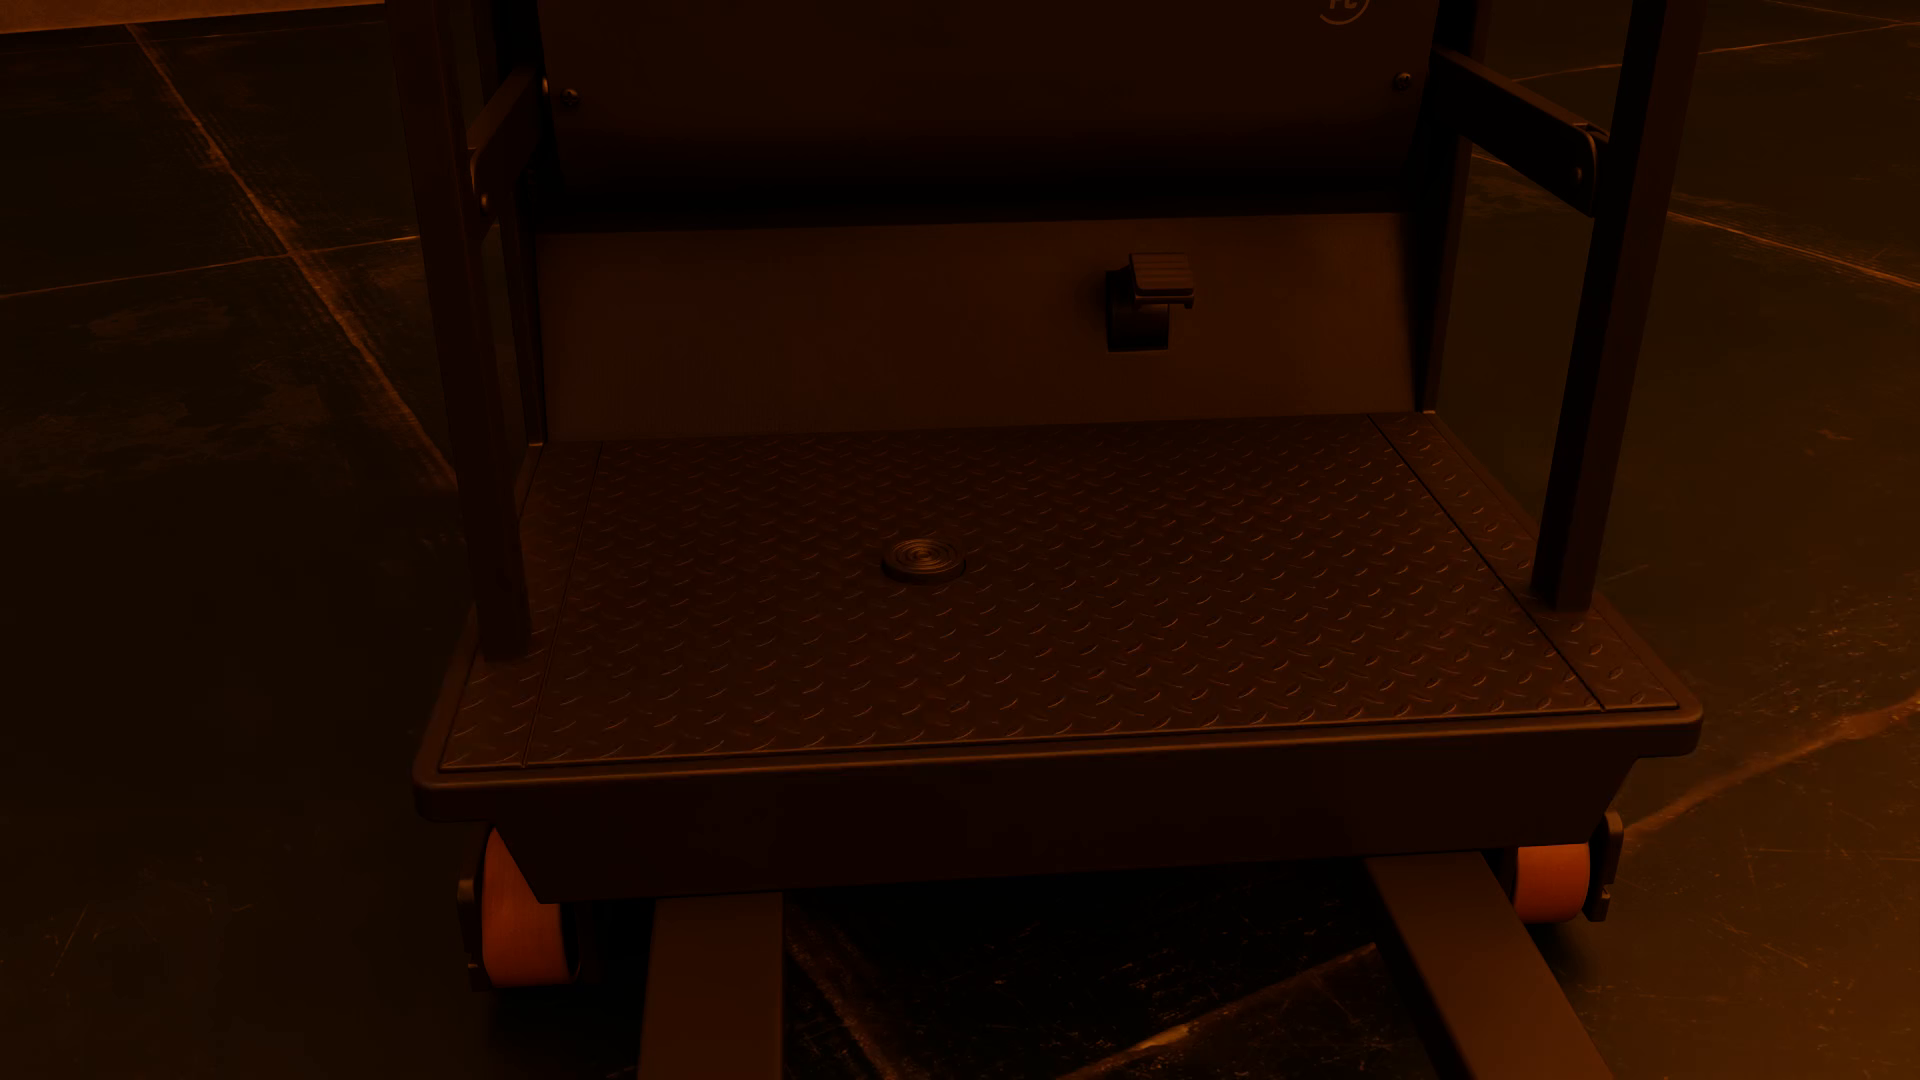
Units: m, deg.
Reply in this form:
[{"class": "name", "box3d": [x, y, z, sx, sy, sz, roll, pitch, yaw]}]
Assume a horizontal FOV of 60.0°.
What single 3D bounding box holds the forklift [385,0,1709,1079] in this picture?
[{"class": "forklift", "box3d": [0.056, -1.028, 1.288, 1.130, 2.935, 3.031, -2, 27, -5]}]
